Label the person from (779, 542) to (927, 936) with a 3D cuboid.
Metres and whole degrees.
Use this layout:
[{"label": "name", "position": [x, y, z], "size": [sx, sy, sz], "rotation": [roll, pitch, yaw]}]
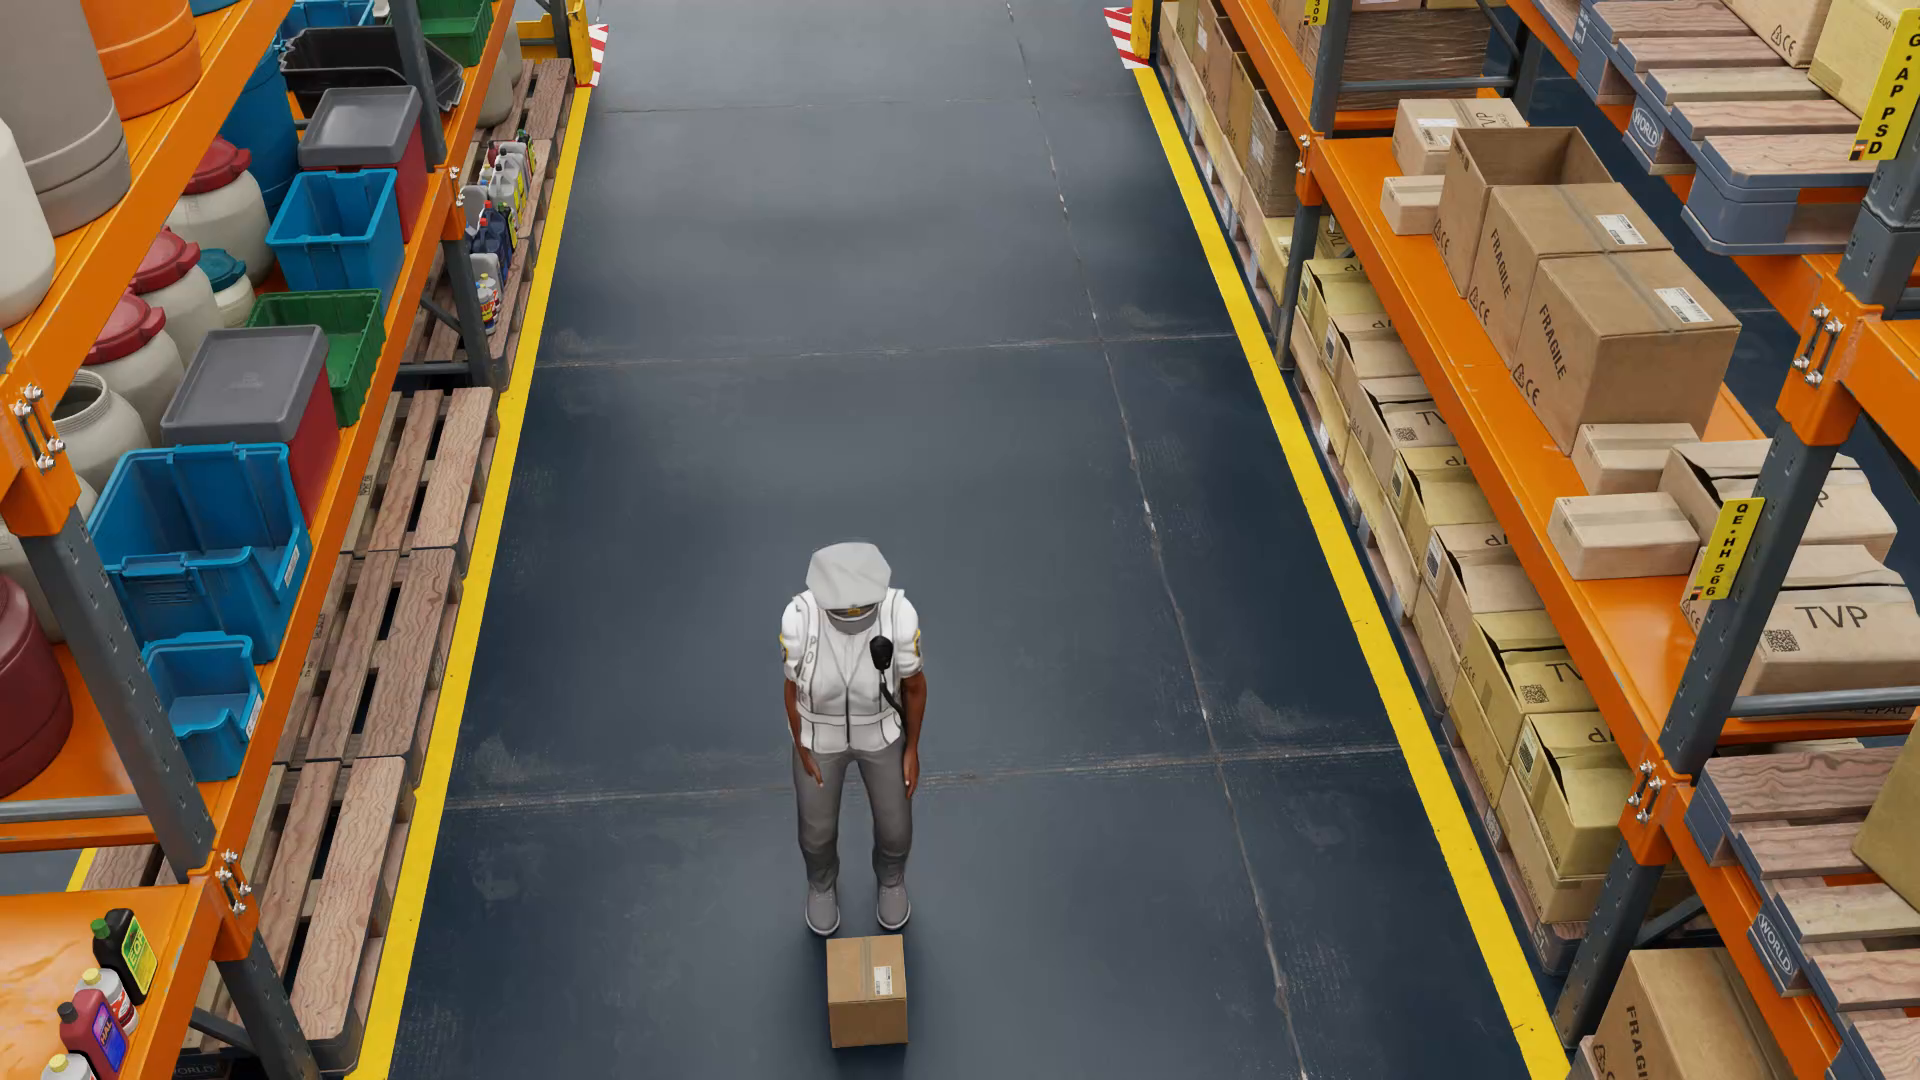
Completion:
[{"label": "person", "position": [-0.330, 0.655, 5.387], "size": [0.450, 1.636, 0.410], "rotation": [-2, 39, -3]}]
